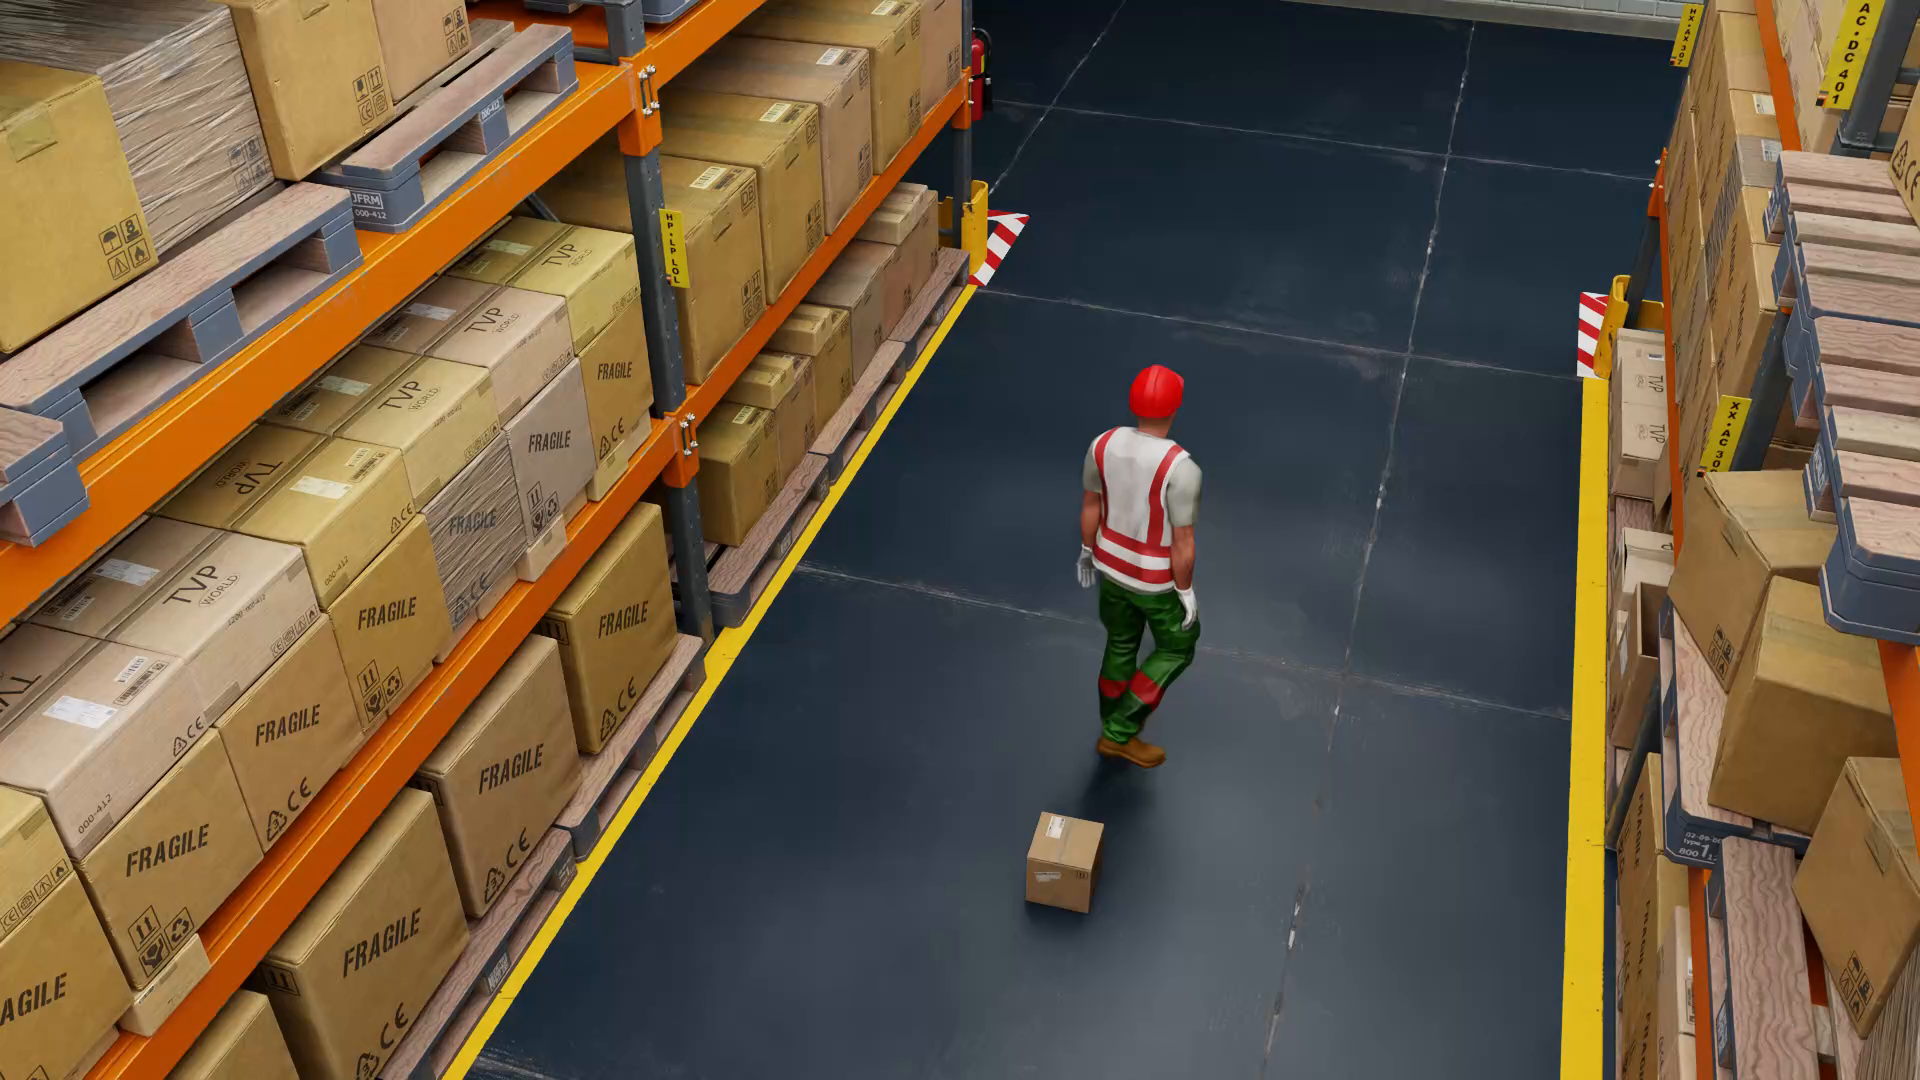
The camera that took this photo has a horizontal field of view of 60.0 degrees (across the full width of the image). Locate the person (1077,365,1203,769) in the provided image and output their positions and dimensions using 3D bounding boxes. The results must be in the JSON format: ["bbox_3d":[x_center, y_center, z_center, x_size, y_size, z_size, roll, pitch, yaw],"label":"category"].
[{"bbox_3d":[0.698,0.149,6.668,0.589,1.782,0.568,28,45,32],"label":"person"}]
